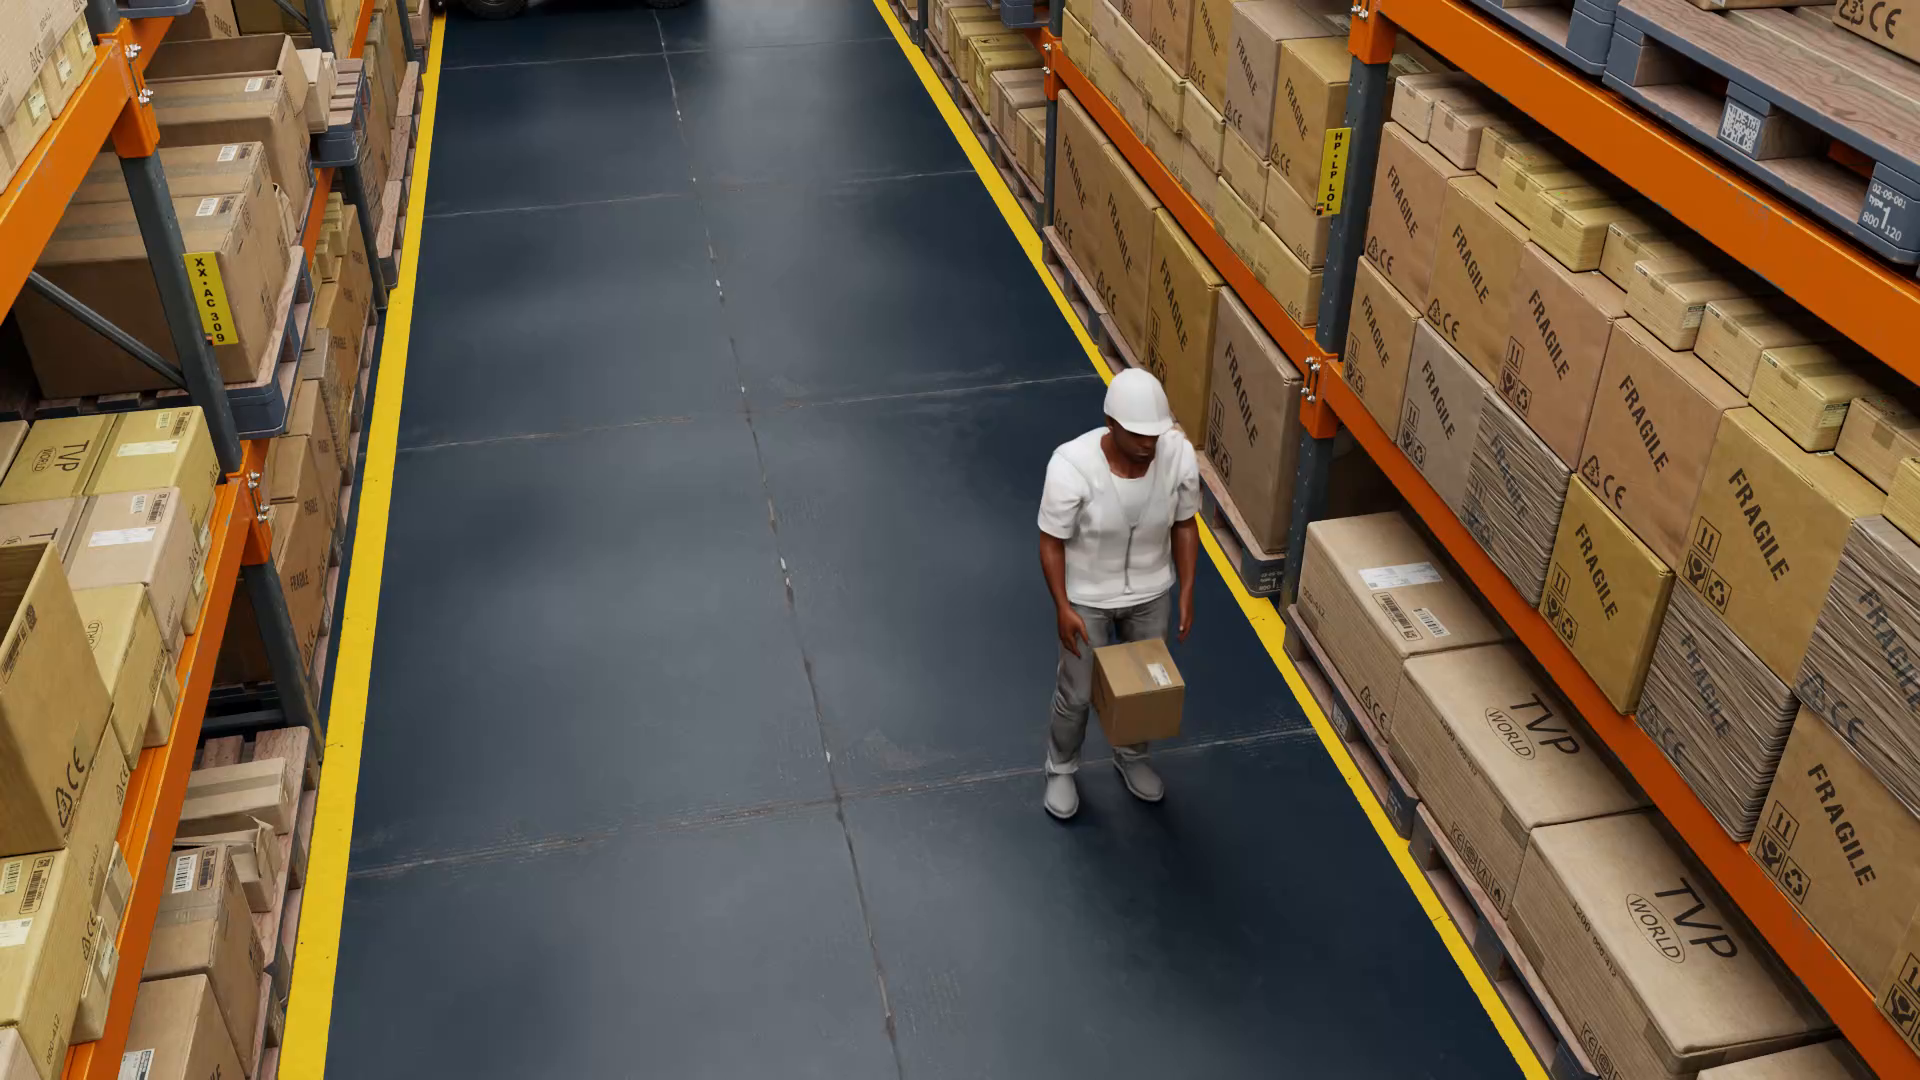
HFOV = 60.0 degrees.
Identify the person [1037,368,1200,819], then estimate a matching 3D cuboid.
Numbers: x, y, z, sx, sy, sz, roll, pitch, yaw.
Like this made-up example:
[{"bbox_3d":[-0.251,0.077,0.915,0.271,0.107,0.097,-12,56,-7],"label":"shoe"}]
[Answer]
[{"bbox_3d":[0.553,0.181,5.855,0.583,1.766,0.422,-8,35,-12],"label":"person"}]
